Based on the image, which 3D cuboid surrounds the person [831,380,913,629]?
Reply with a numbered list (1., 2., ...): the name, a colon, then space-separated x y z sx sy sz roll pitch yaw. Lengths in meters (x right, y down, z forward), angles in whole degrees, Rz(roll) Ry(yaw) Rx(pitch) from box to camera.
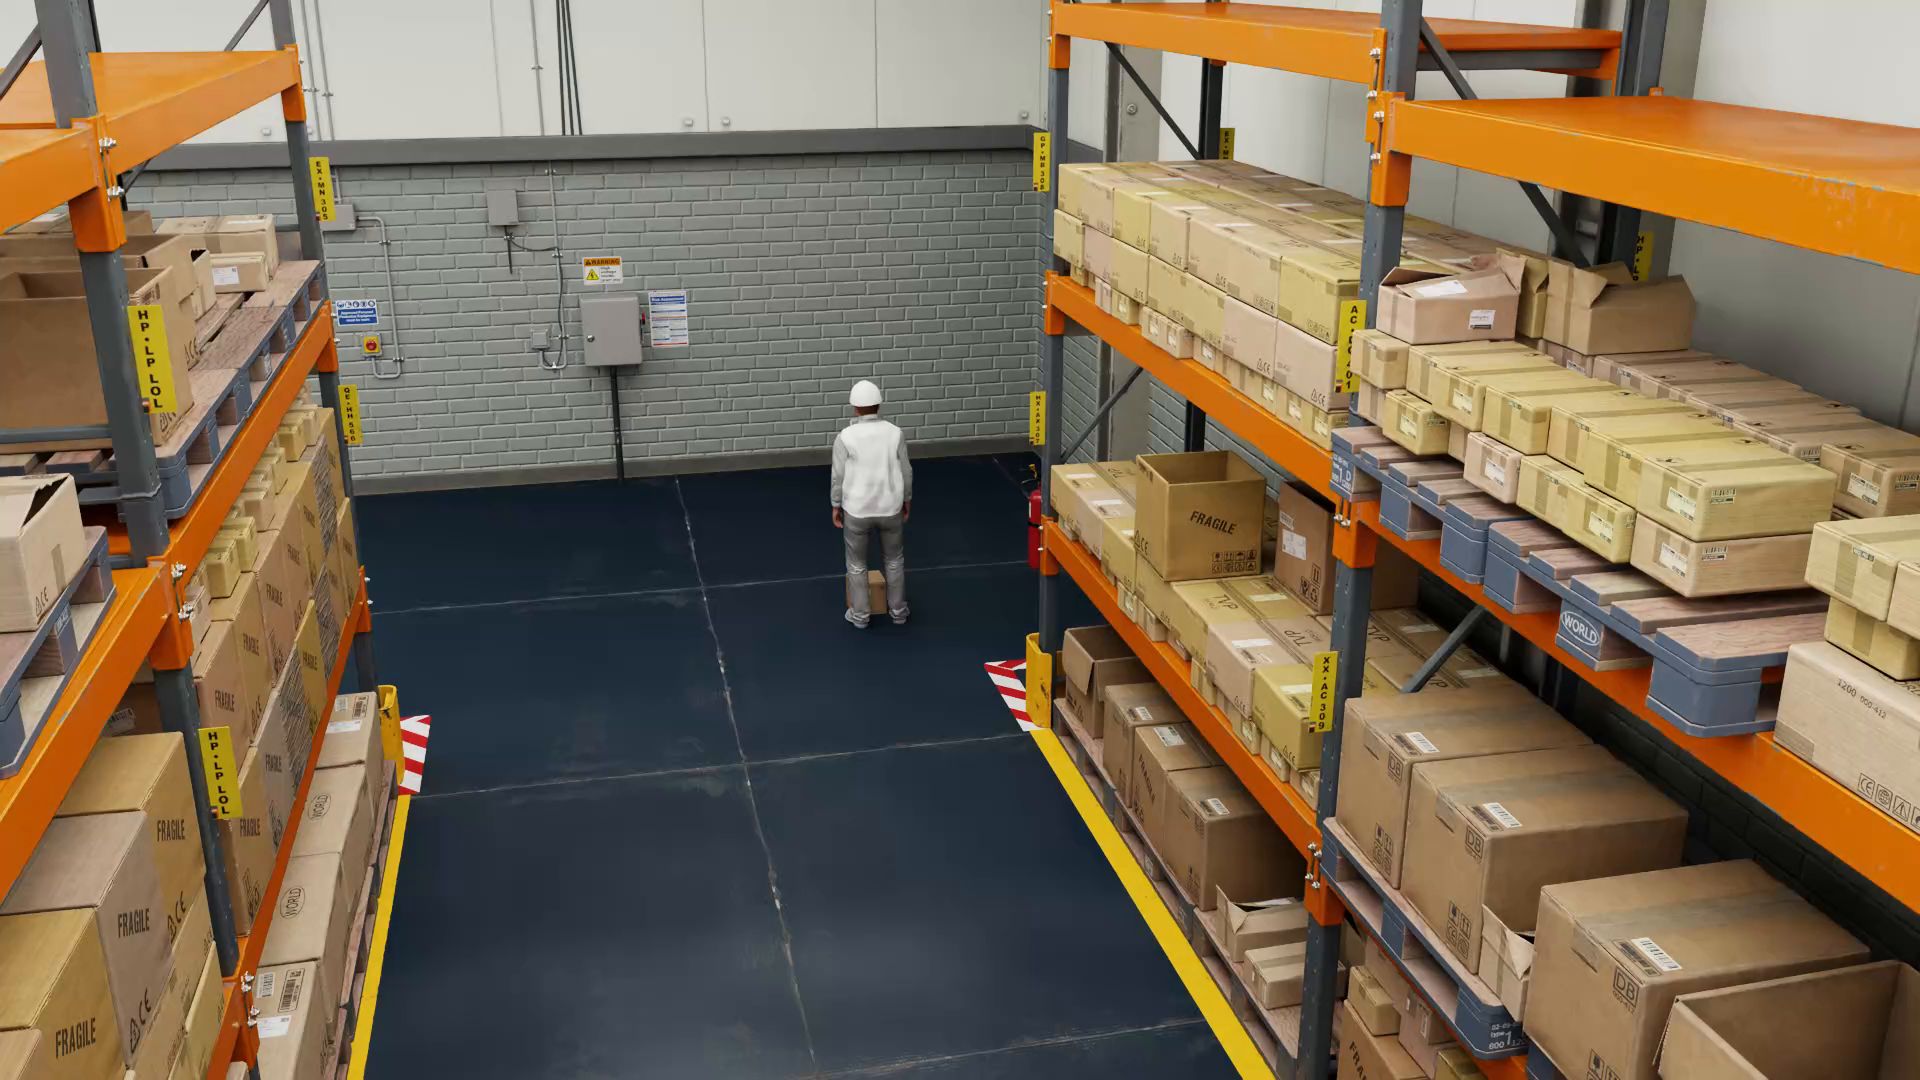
1. person: -0.621 -0.243 11.723 0.582 1.768 0.465 -5 20 -13
